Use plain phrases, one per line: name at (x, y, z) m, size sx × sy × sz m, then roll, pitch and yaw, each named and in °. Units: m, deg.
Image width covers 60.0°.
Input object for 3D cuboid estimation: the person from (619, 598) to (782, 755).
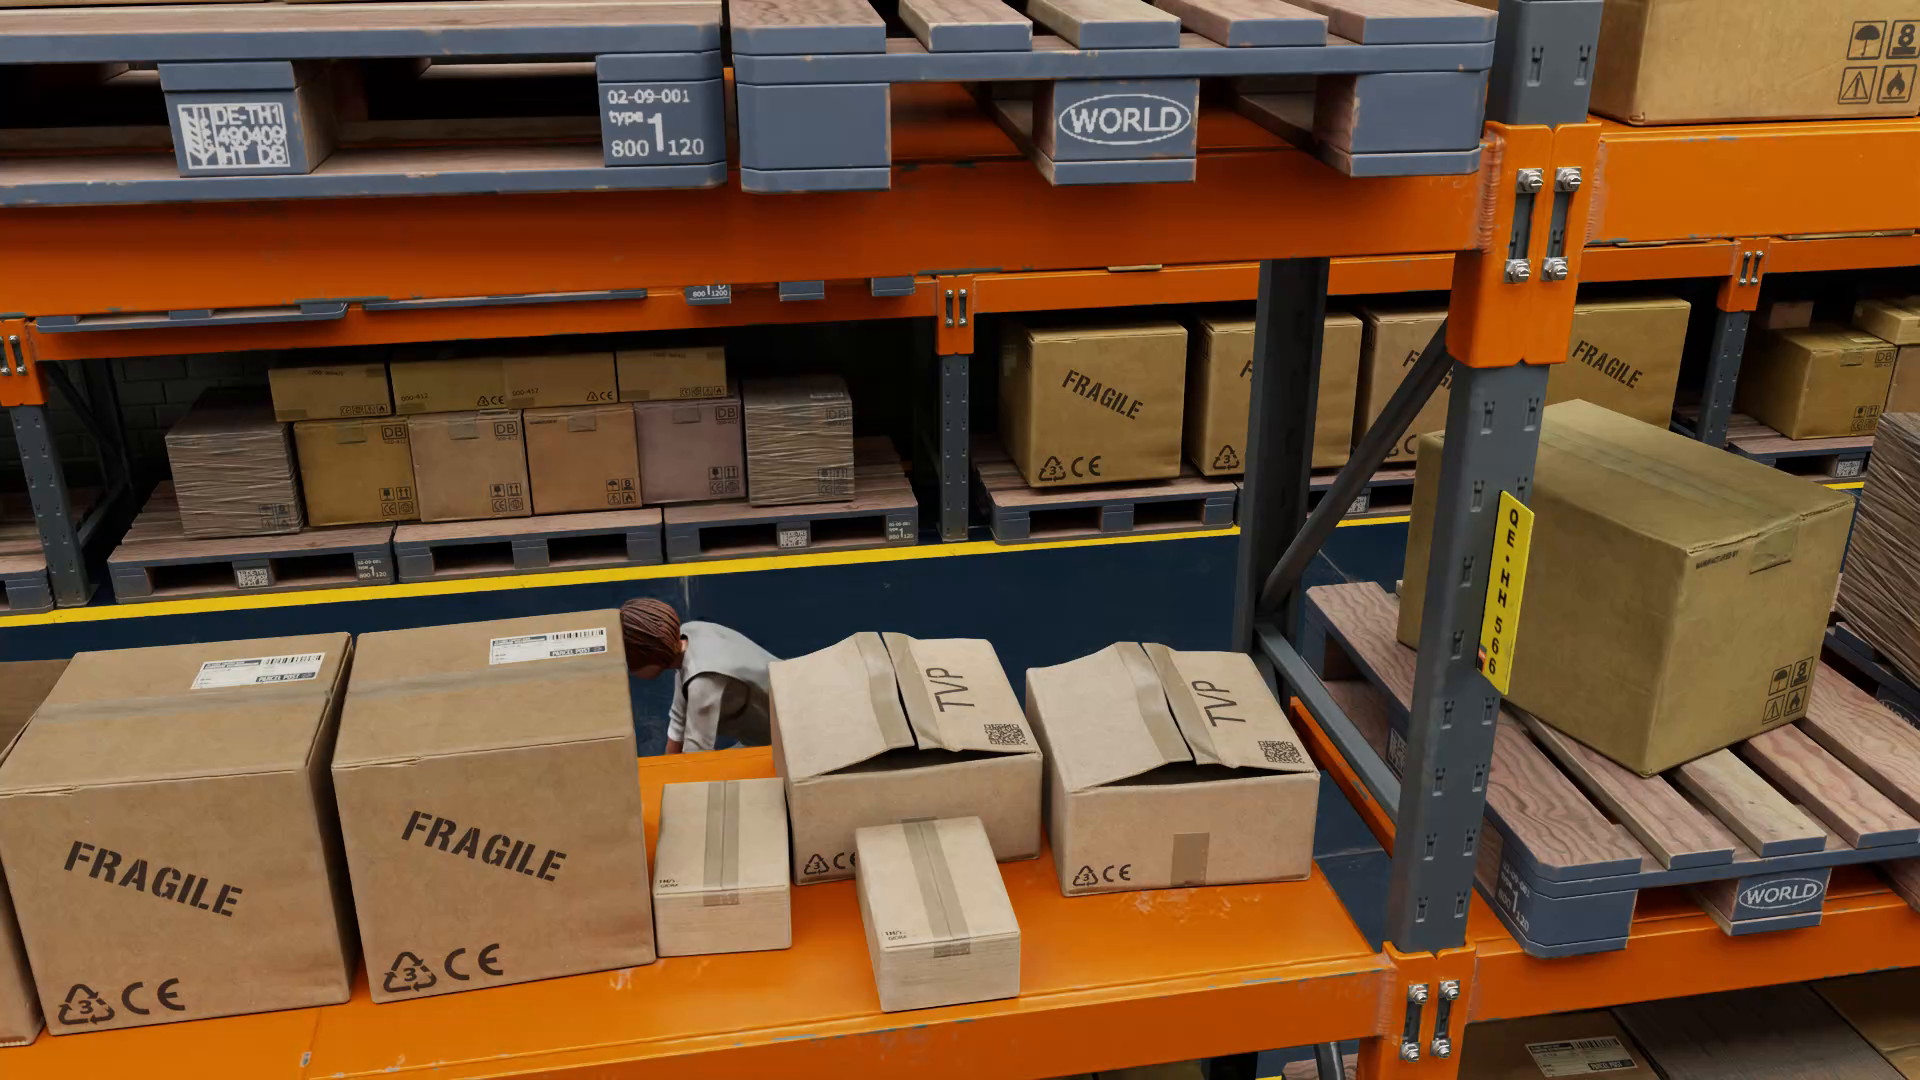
person at (-0.675, 0.709, 5.025) m, size 0.710 × 1.175 × 0.464 m, roll -4°, pitch 24°, yaw -10°
